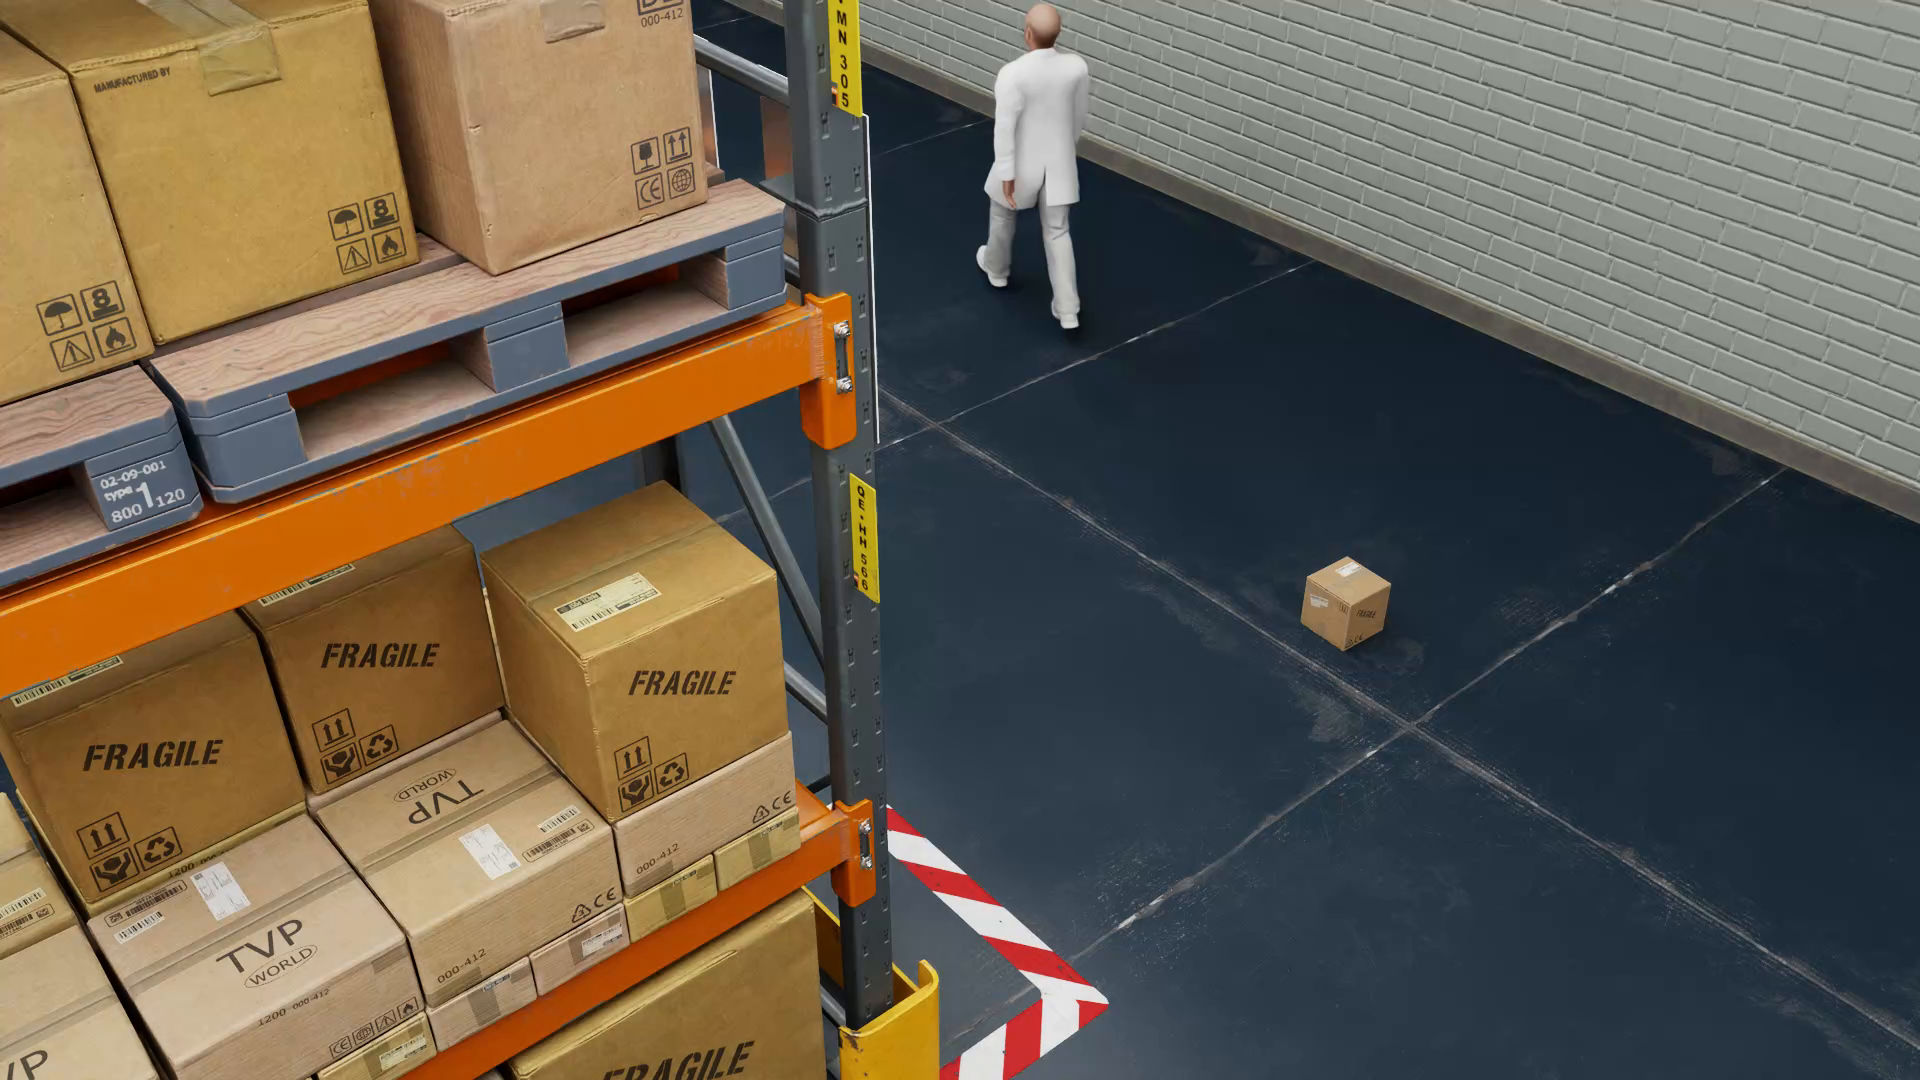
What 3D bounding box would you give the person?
[{"bbox_3d":[0.409,-2.098,9.104,0.574,1.727,1.102,-9,37,-13],"label":"person"}]
